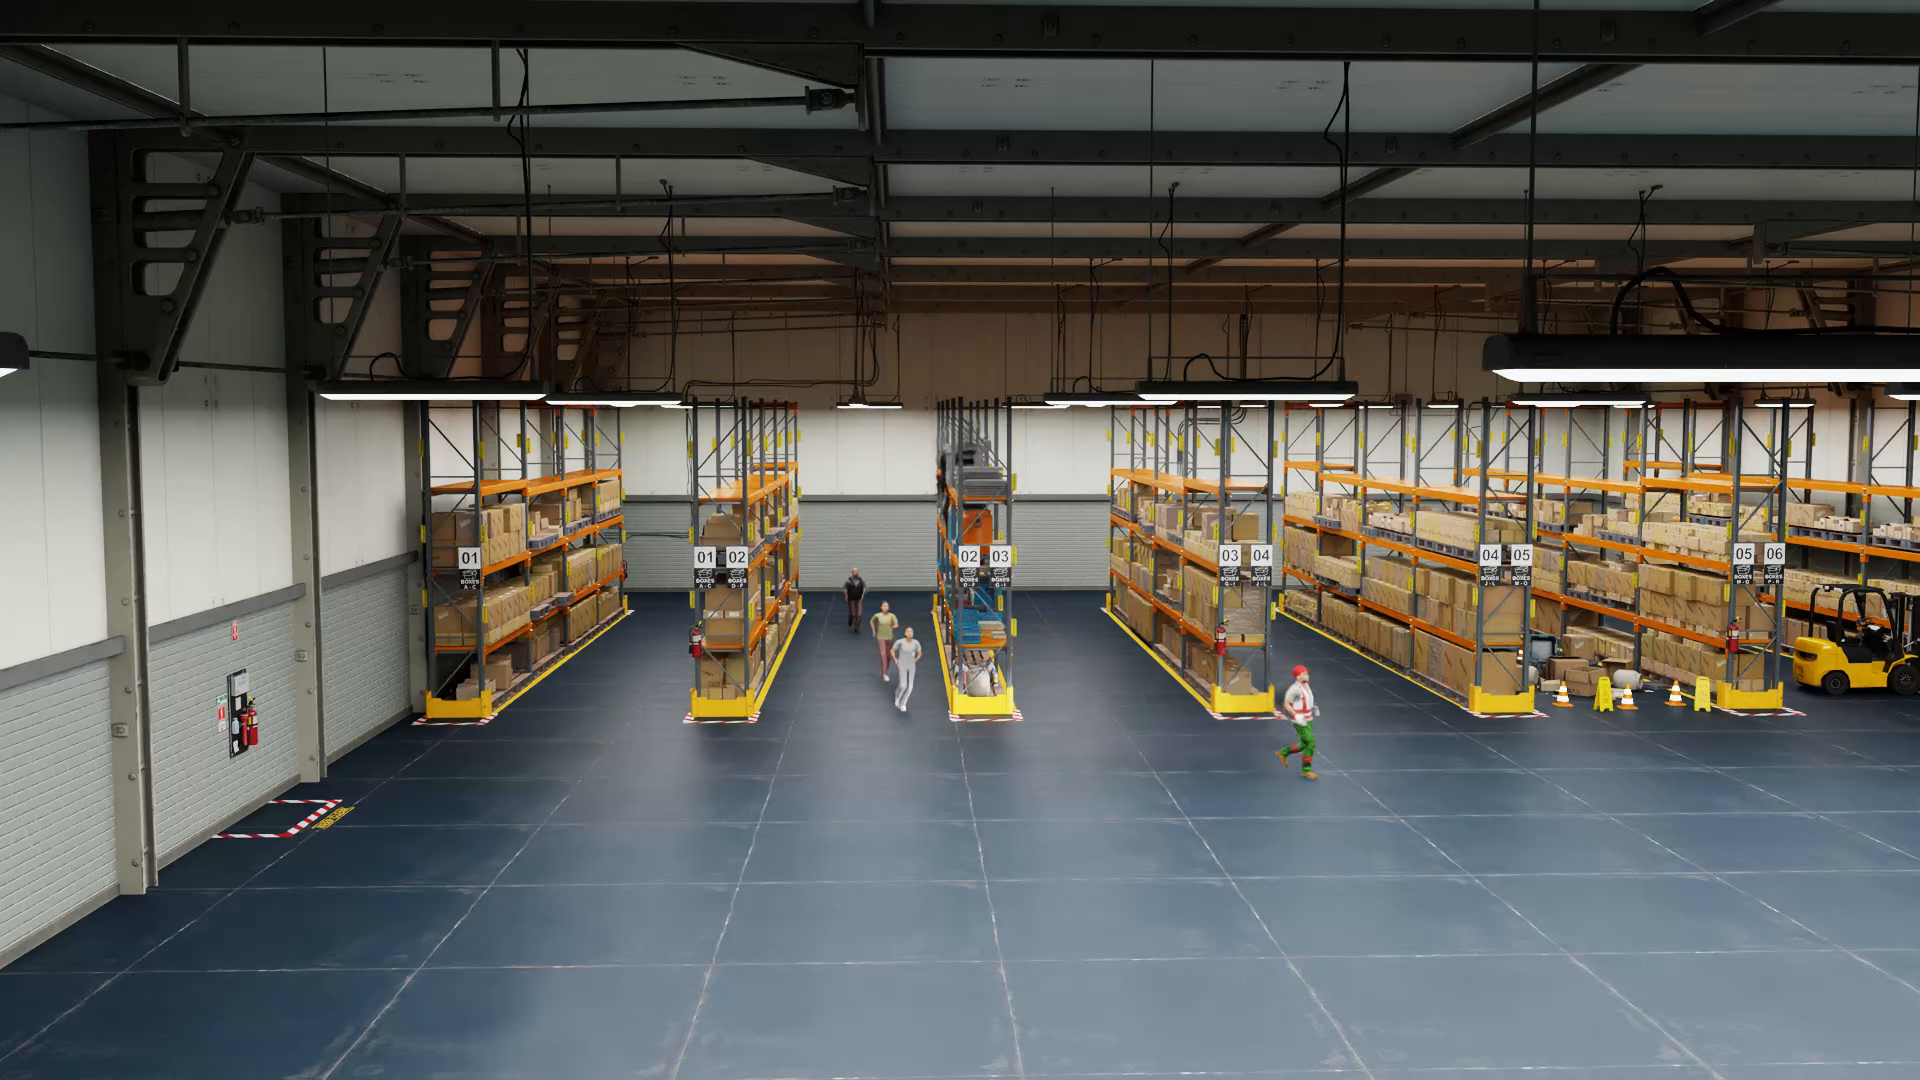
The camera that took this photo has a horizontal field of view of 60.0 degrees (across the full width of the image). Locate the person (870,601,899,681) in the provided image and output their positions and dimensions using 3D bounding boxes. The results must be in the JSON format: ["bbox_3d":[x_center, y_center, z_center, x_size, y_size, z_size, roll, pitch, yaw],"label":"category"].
[{"bbox_3d":[-1.598,2.120,35.527,0.574,1.655,0.969,-1,5,-14],"label":"person"}]

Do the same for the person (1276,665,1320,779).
[{"bbox_3d":[5.309,2.838,26.087,0.722,1.768,0.650,3,5,32],"label":"person"}]

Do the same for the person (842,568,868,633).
[{"bbox_3d":[-2.712,1.565,43.137,0.660,1.683,0.585,-1,5,-14],"label":"person"}]

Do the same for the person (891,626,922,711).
[{"bbox_3d":[-1.006,2.453,31.801,0.597,1.625,0.508,-1,5,-14],"label":"person"}]
